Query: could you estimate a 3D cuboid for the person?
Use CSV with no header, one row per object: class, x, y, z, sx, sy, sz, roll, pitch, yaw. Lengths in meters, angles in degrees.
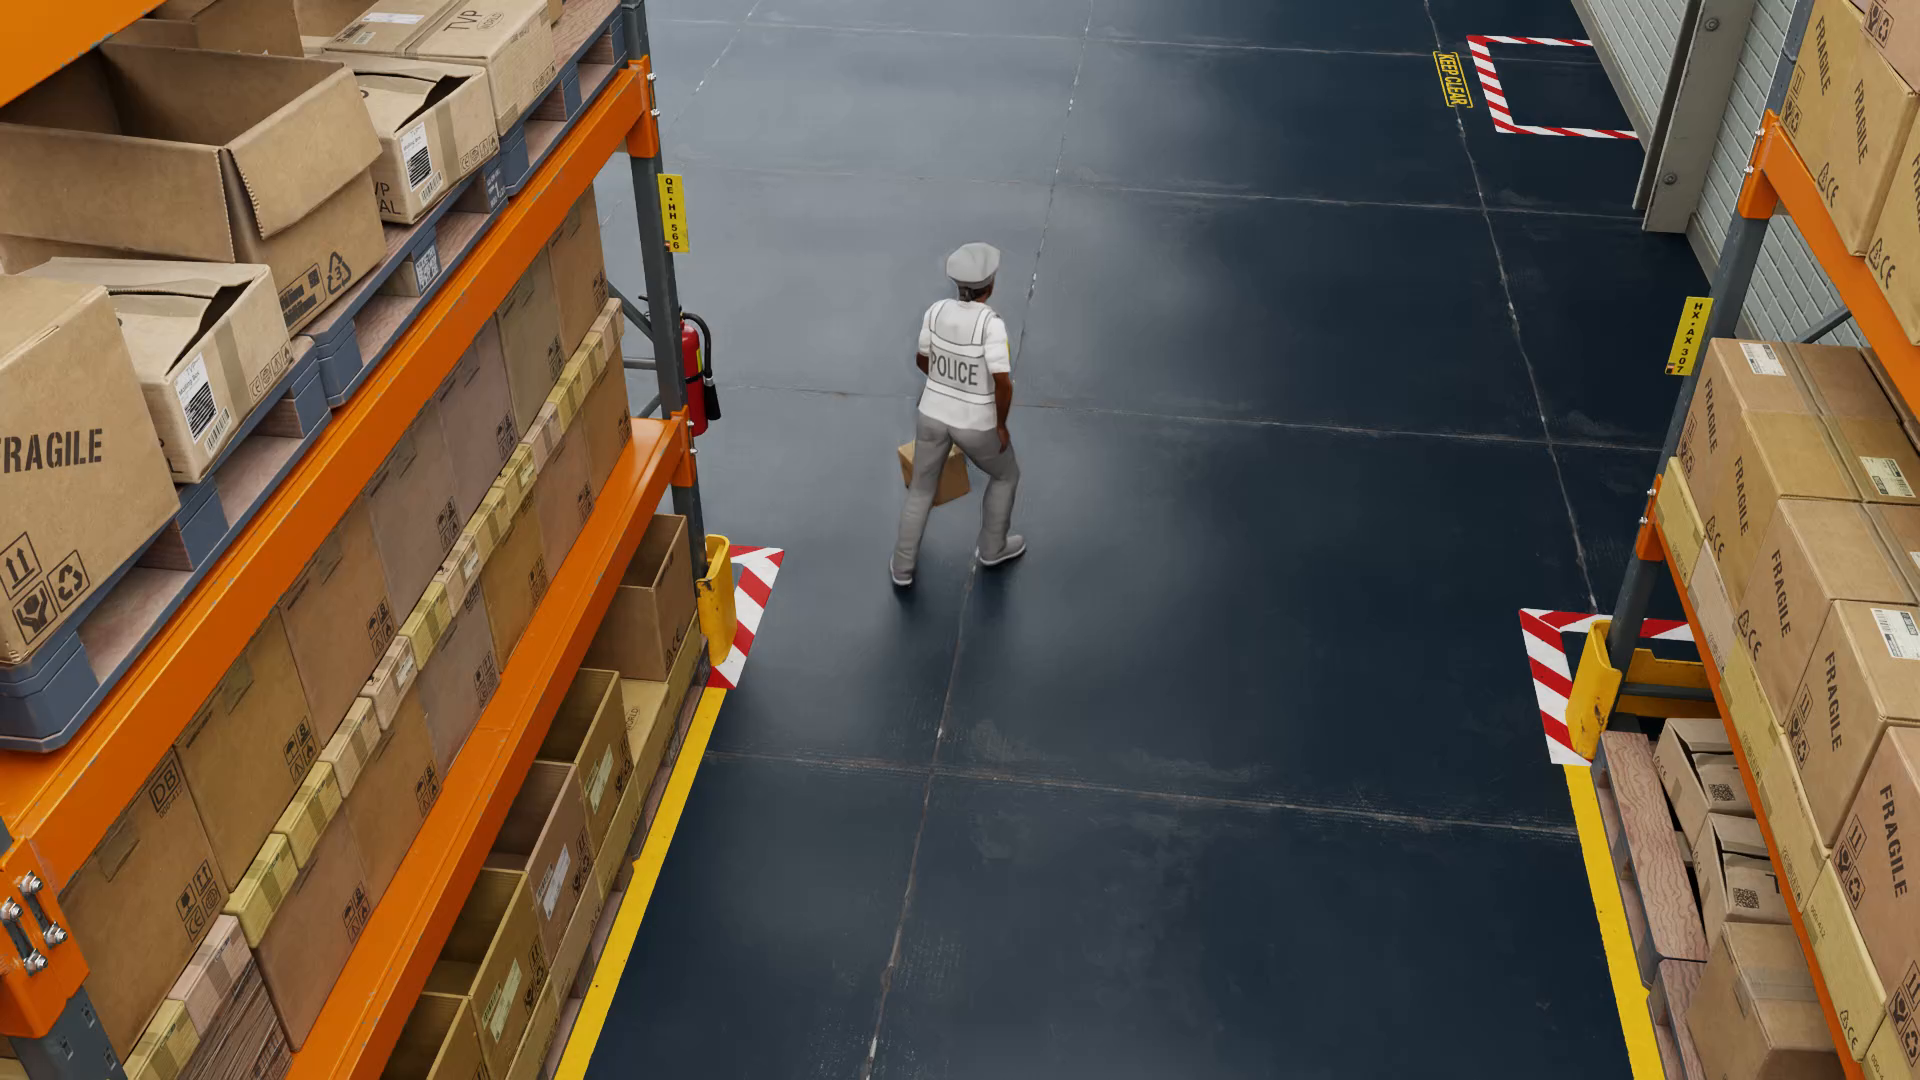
person,-0.007,-0.545,7.796,0.597,1.634,0.683,16,39,20
